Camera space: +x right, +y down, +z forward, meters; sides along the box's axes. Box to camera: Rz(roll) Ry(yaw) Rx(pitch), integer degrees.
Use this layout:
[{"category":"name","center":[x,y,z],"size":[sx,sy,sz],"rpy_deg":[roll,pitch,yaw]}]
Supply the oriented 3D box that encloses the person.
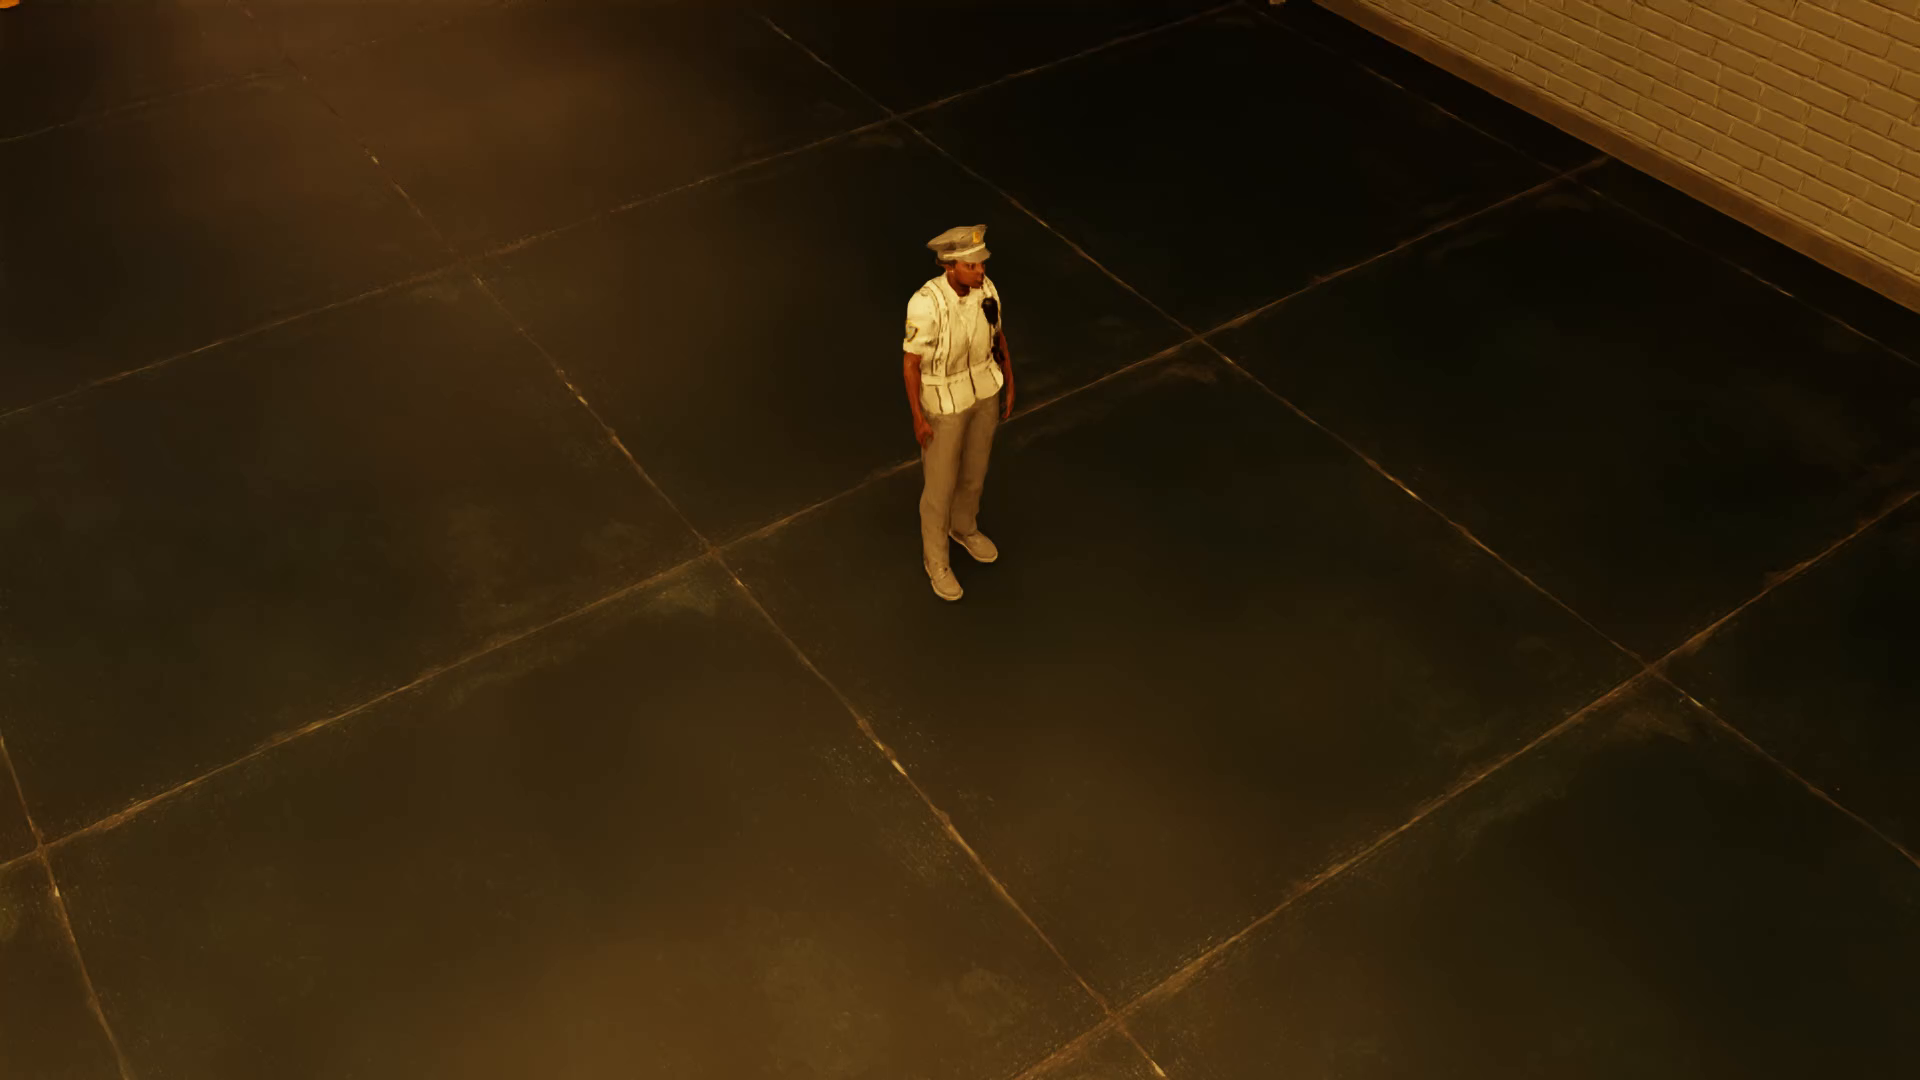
[{"category":"person","center":[0.027,-0.579,7.245],"size":[0.570,1.695,0.529],"rpy_deg":[-25,48,-25]}]
